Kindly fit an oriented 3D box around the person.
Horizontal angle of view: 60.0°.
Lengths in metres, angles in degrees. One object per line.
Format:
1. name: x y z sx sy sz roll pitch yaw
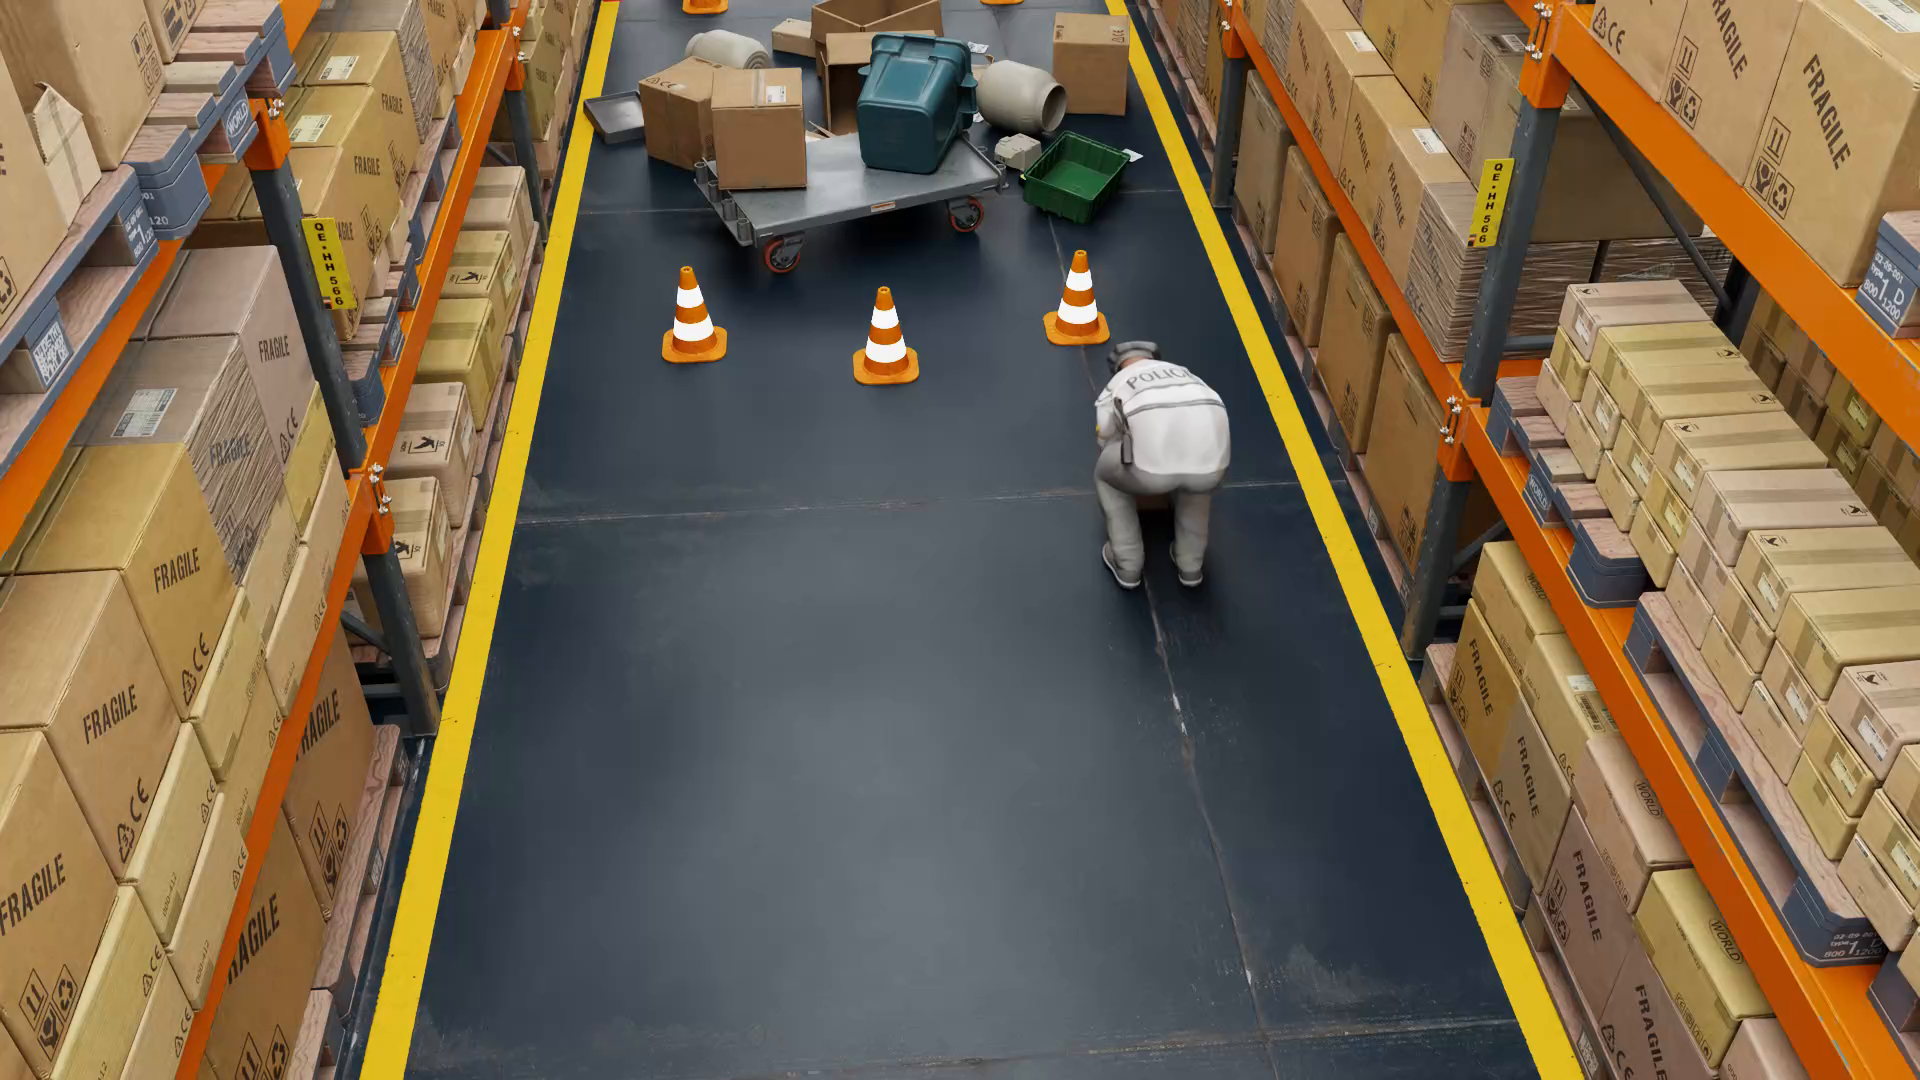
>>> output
1. person: 0.840 -0.367 7.231 0.538 0.966 1.023 -5 39 -6
